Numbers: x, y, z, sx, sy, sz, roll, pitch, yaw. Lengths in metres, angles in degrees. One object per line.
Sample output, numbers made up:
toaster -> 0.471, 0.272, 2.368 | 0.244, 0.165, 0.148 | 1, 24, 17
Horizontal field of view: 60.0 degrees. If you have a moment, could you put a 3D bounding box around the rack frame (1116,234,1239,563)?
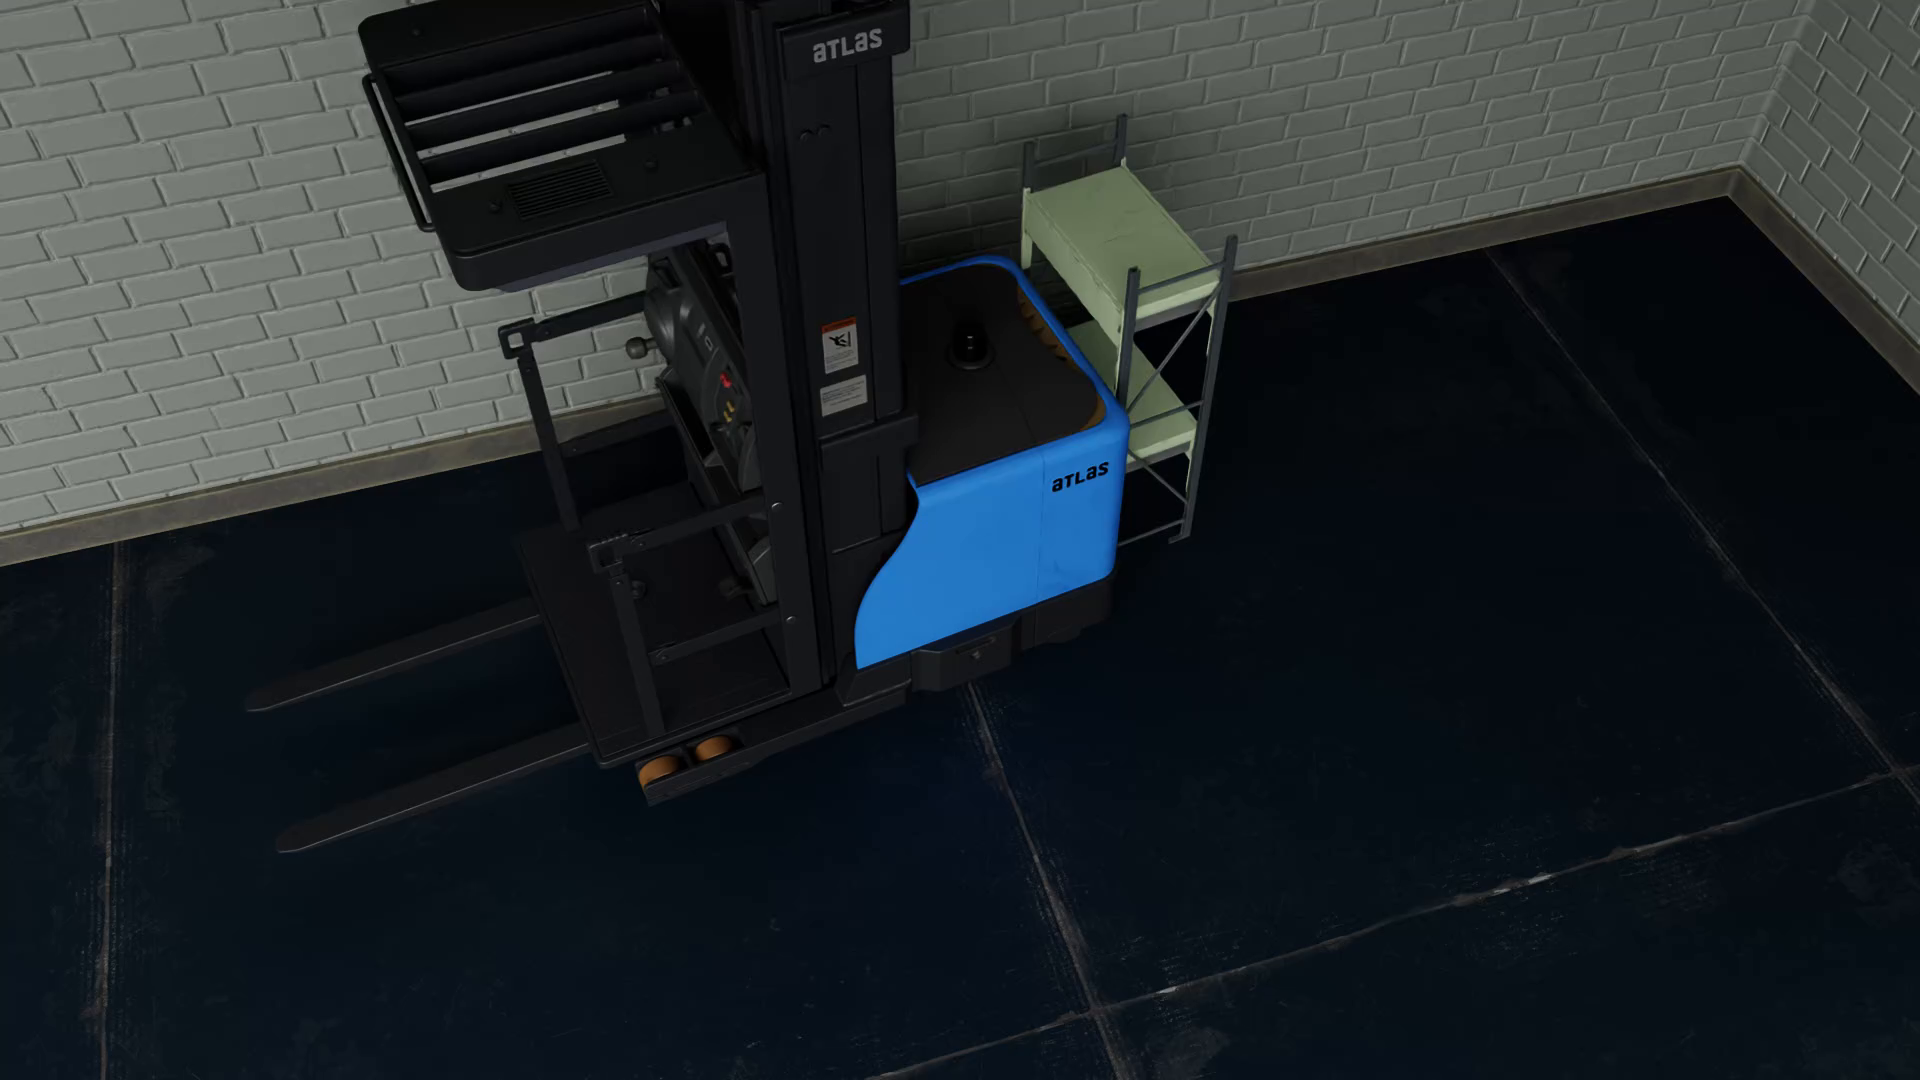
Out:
rack frame -> 0.722, -0.440, 5.930 | 0.400, 1.500, 0.023 | -20, 53, -16

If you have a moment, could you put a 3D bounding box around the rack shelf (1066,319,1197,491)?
rack shelf -> 0.563, -0.482, 6.391 | 0.431, 0.370, 0.720 | -20, 53, -16

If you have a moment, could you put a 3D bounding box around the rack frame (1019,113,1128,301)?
rack frame -> 0.404, -0.944, 6.355 | 0.400, 1.500, 0.023 | -20, 53, -16

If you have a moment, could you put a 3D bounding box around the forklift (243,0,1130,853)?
forklift -> -0.979, -0.504, 5.048 | 3.031, 2.935, 1.130 | -20, 53, -16

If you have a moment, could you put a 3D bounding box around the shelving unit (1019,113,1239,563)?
shelving unit -> 0.563, -0.692, 6.142 | 0.431, 1.500, 0.755 | -20, 53, -16

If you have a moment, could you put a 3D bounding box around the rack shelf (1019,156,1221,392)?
rack shelf -> 0.563, -0.944, 5.844 | 0.431, 0.370, 0.720 | -20, 53, -16
